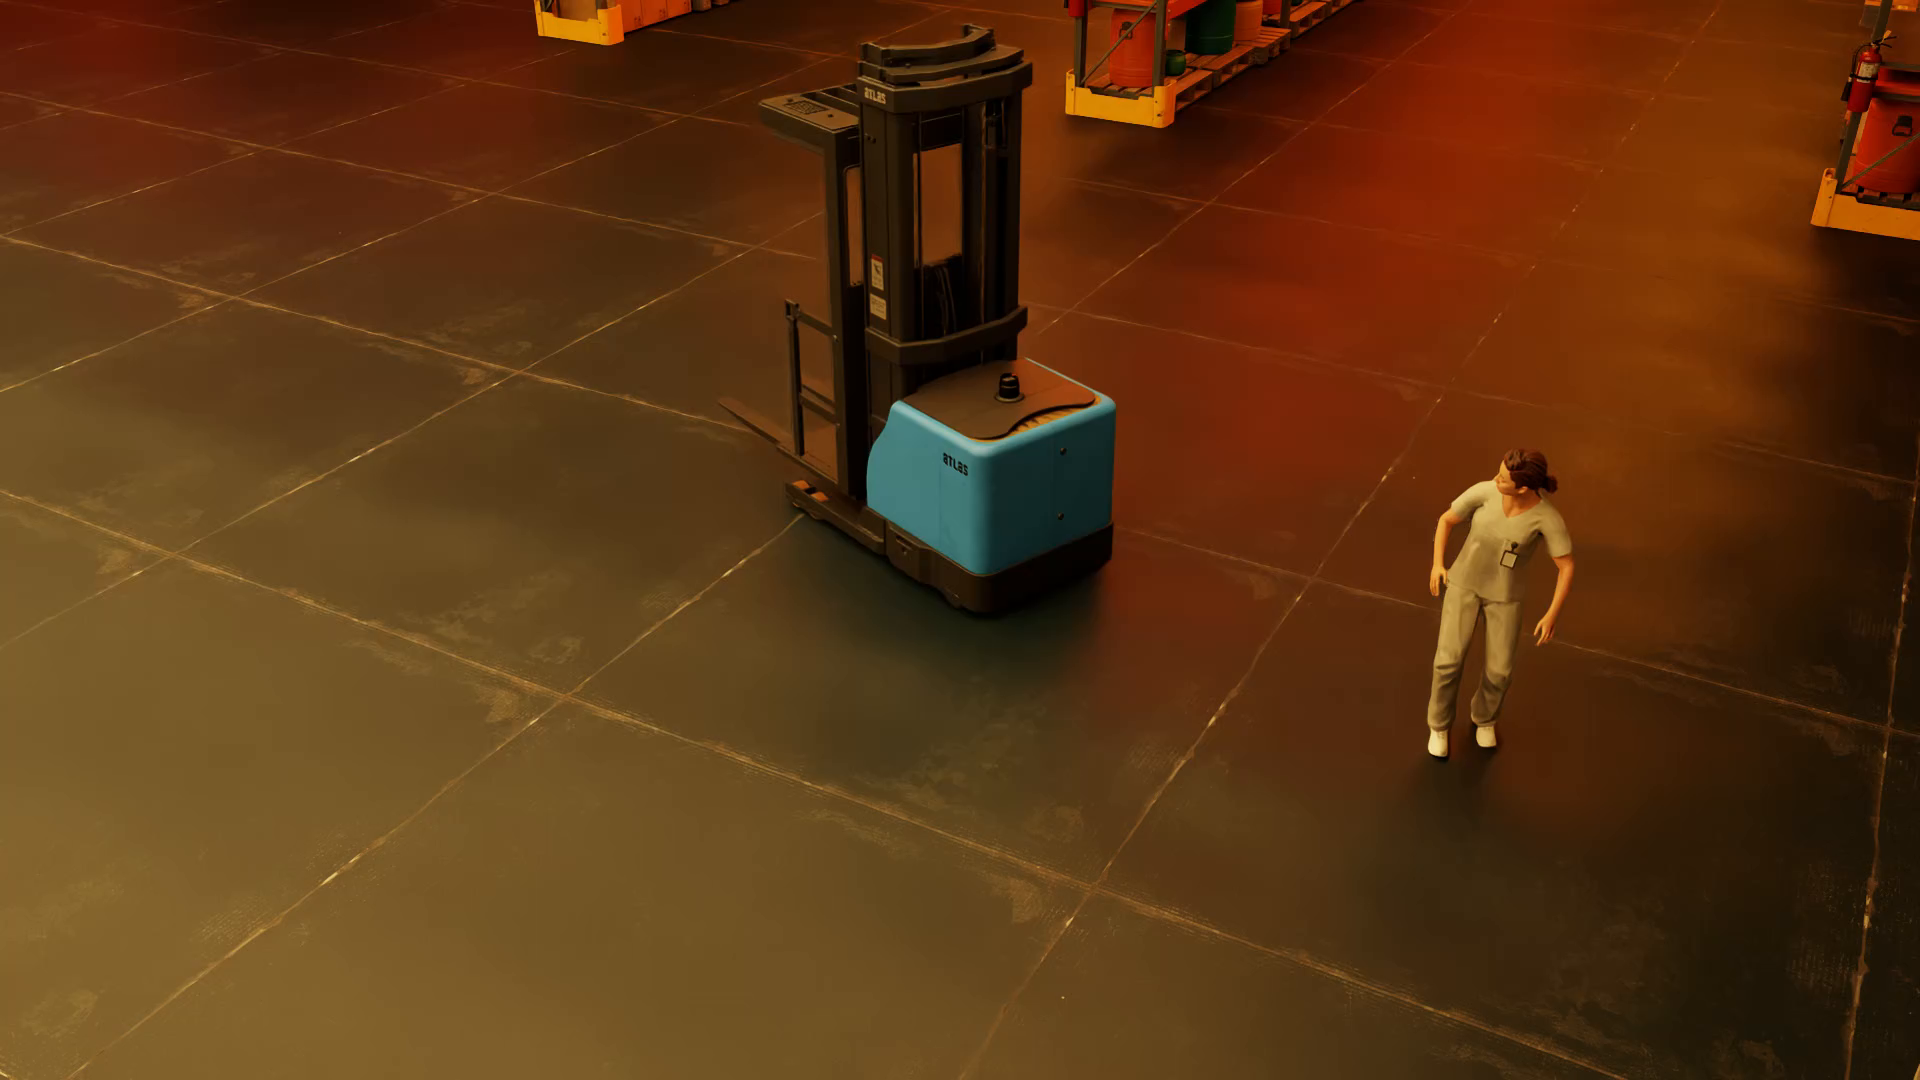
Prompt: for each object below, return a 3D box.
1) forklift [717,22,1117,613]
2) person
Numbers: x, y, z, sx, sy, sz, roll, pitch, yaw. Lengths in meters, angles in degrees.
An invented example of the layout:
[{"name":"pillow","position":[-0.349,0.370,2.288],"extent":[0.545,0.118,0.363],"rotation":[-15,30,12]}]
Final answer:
[{"name":"forklift","position":[-0.429,-1.536,9.733],"extent":[1.130,2.935,3.031],"rotation":[-22,37,-33]},{"name":"person","position":[2.531,0.295,7.884],"extent":[0.644,1.626,0.472],"rotation":[13,32,21]}]
